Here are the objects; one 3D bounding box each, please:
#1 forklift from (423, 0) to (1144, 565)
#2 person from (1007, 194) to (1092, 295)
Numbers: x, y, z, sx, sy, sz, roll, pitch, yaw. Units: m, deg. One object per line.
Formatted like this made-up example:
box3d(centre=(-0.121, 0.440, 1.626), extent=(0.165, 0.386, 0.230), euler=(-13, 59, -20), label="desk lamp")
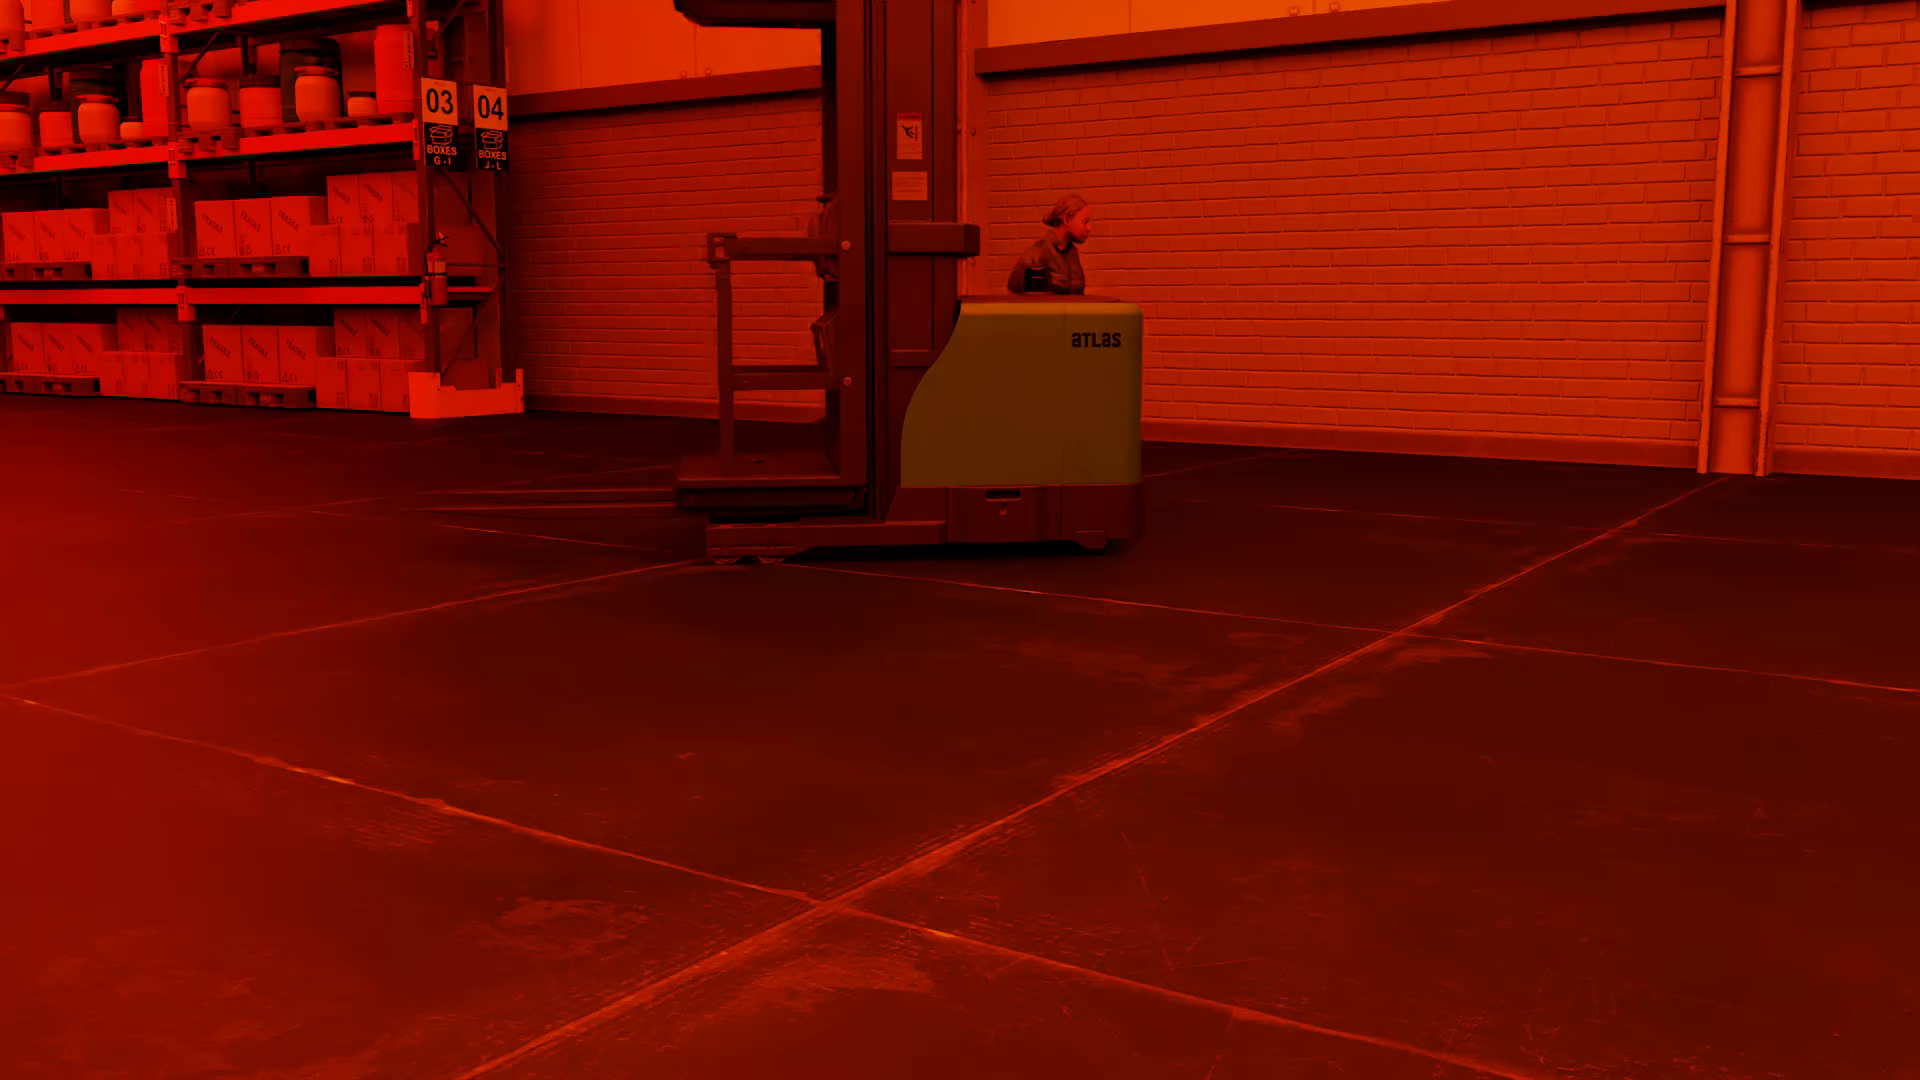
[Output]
box3d(centre=(-0.767, -1.428, 7.236), extent=(3.031, 2.935, 1.130), euler=(-1, 8, -8), label="forklift")
box3d(centre=(0.478, -0.932, 8.496), extent=(0.385, 1.615, 0.791), euler=(6, 10, 35), label="person")
